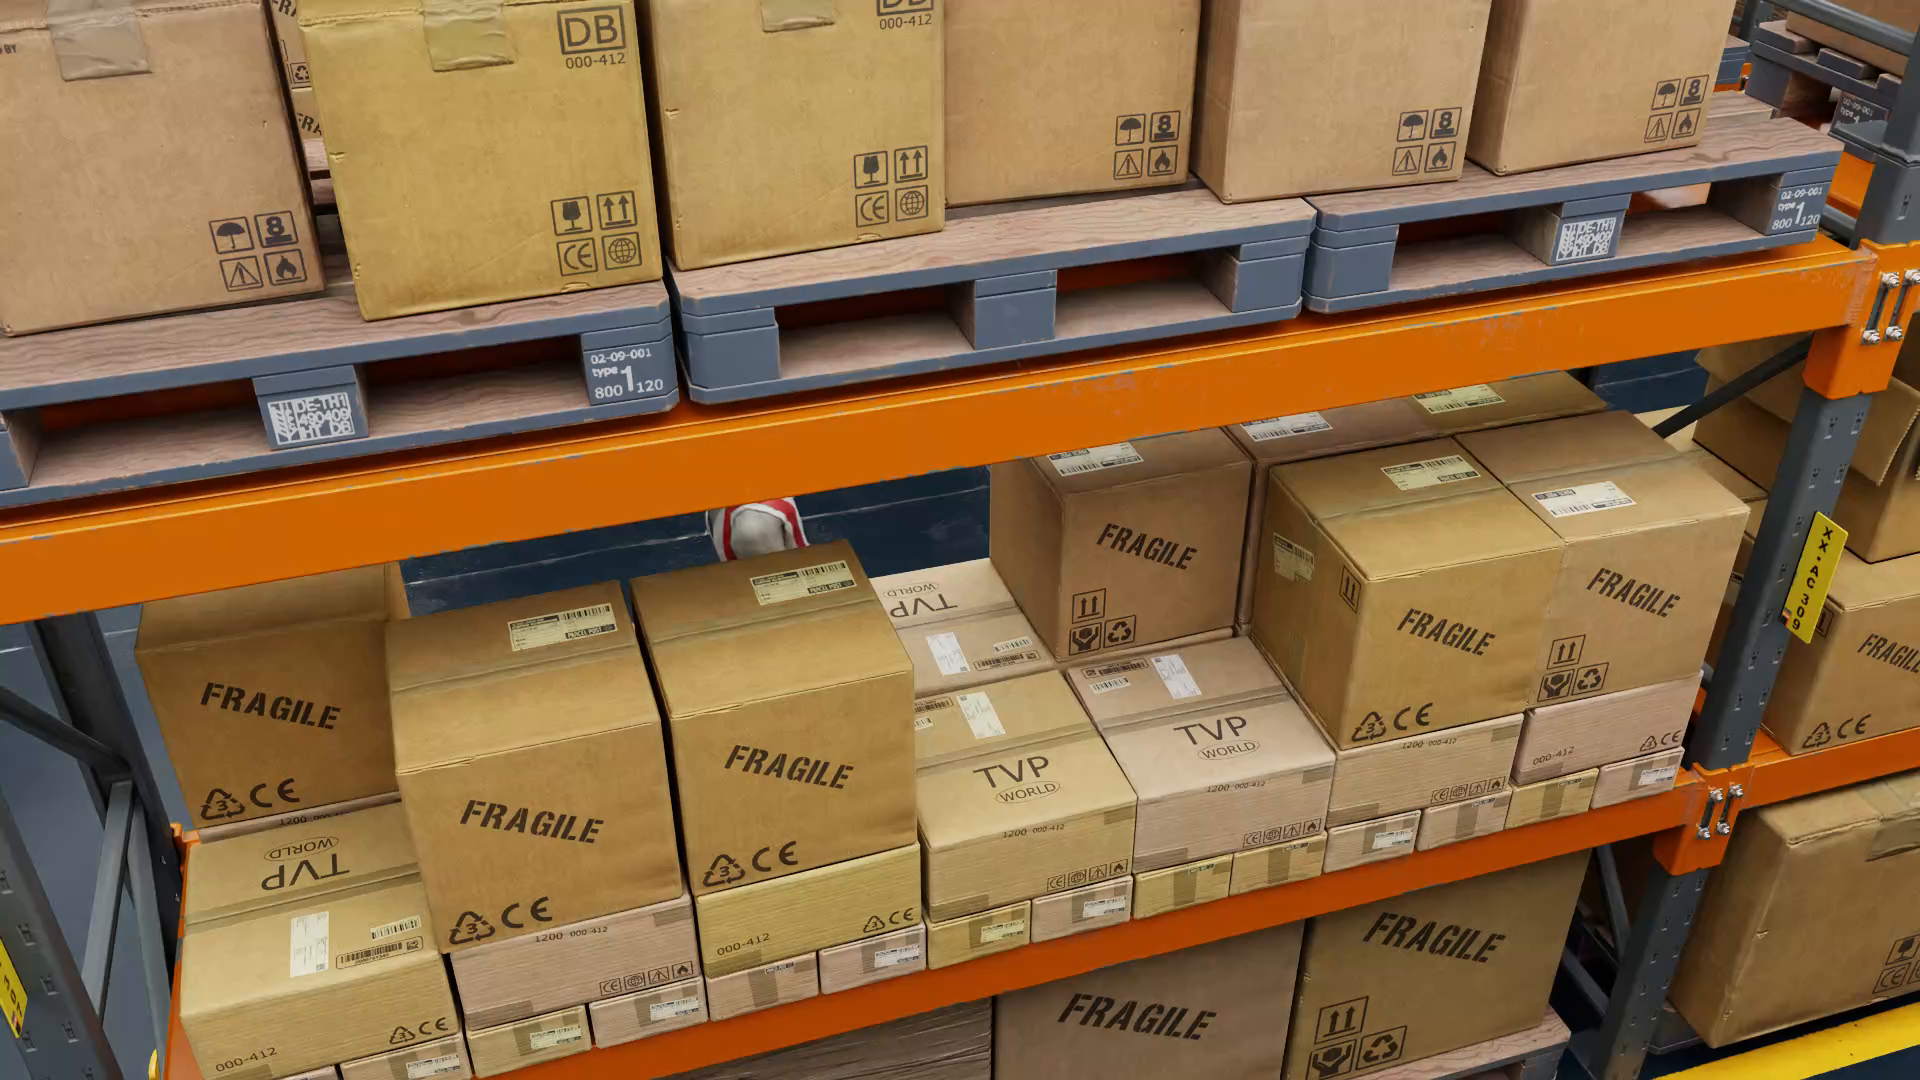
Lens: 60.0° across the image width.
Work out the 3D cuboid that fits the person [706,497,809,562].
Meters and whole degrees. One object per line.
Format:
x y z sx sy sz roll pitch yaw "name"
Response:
5.516 1.081 4.502 11.425 1.779 7.255 -10 35 -15 "person"
